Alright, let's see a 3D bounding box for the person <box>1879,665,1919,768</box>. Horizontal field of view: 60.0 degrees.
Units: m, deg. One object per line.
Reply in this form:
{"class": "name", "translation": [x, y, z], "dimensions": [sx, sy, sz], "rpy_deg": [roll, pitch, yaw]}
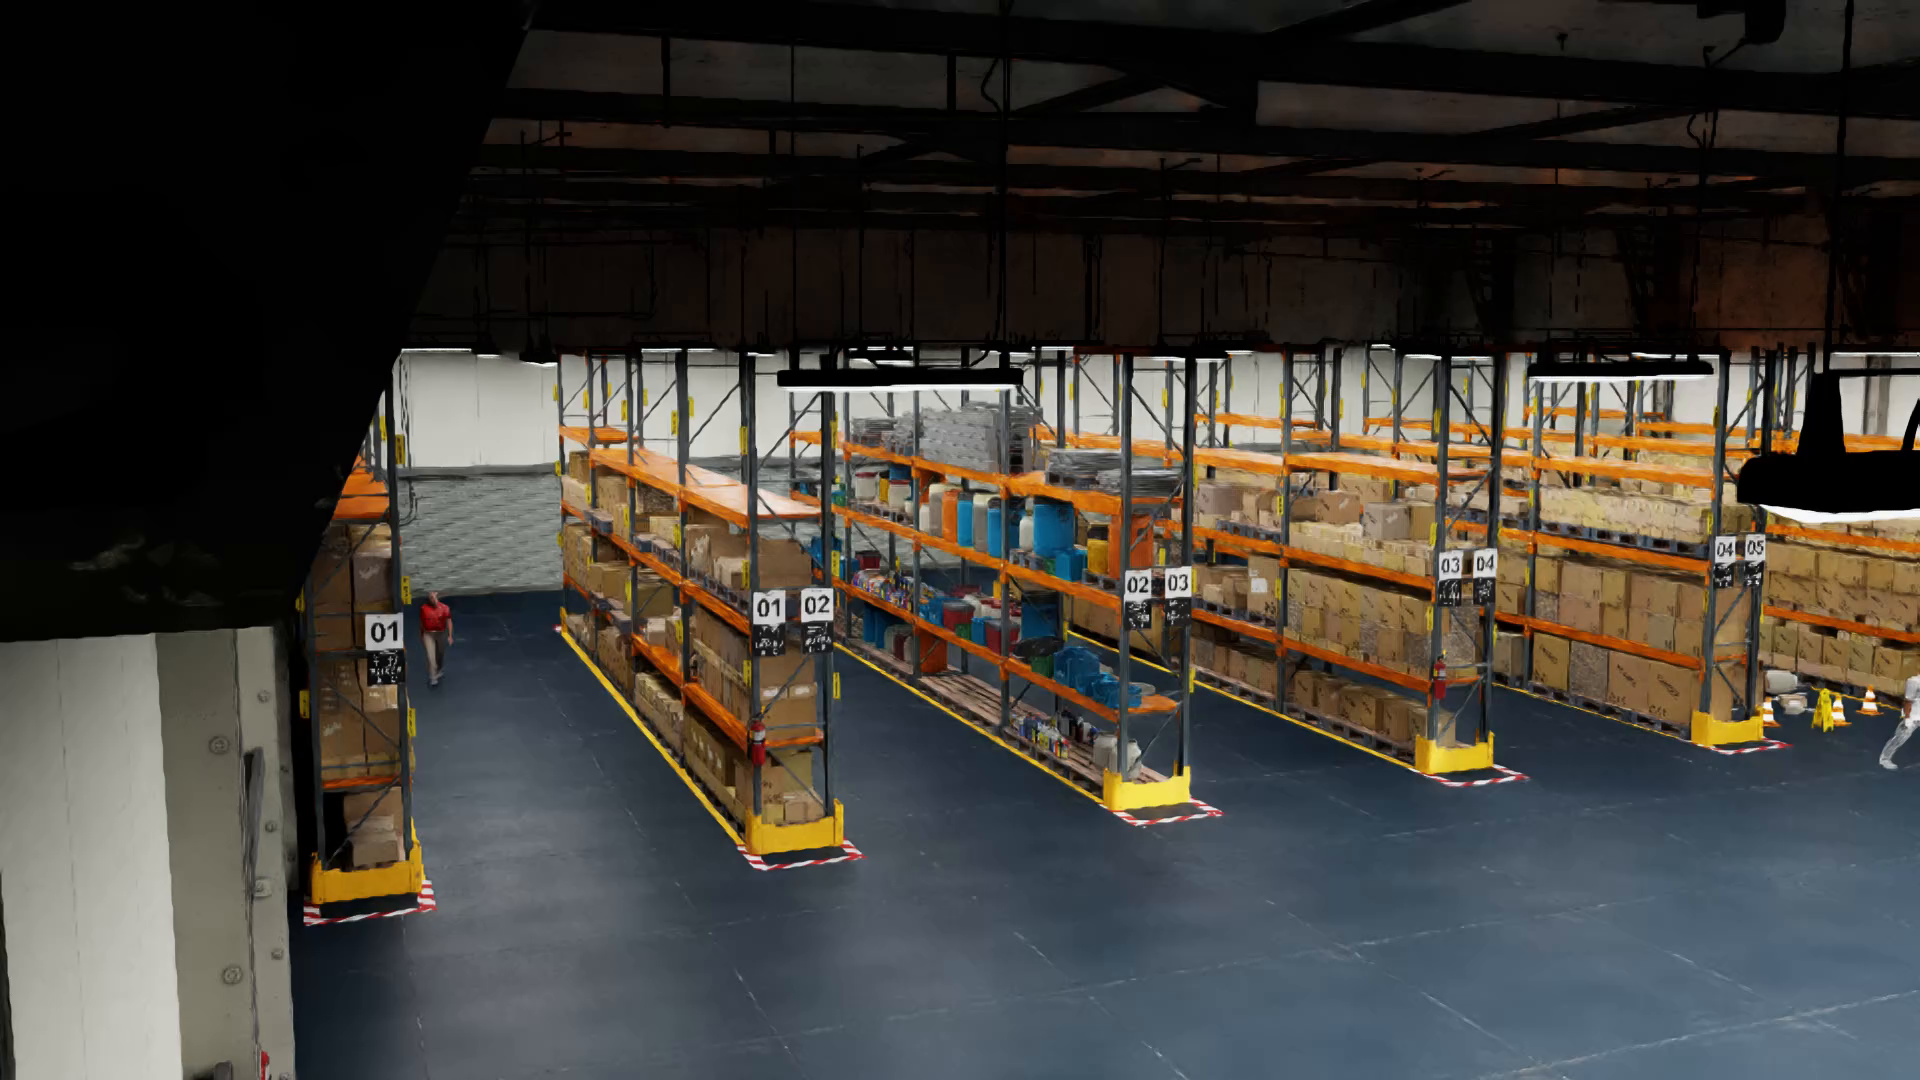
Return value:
{"class": "person", "translation": [13.569, 2.497, 23.482], "dimensions": [0.566, 1.706, 1.121], "rpy_deg": [-3, 8, -19]}

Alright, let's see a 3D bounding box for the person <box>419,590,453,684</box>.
{"class": "person", "translation": [-9.398, 1.711, 29.856], "dimensions": [0.554, 1.669, 1.040], "rpy_deg": [-3, 8, -23]}
